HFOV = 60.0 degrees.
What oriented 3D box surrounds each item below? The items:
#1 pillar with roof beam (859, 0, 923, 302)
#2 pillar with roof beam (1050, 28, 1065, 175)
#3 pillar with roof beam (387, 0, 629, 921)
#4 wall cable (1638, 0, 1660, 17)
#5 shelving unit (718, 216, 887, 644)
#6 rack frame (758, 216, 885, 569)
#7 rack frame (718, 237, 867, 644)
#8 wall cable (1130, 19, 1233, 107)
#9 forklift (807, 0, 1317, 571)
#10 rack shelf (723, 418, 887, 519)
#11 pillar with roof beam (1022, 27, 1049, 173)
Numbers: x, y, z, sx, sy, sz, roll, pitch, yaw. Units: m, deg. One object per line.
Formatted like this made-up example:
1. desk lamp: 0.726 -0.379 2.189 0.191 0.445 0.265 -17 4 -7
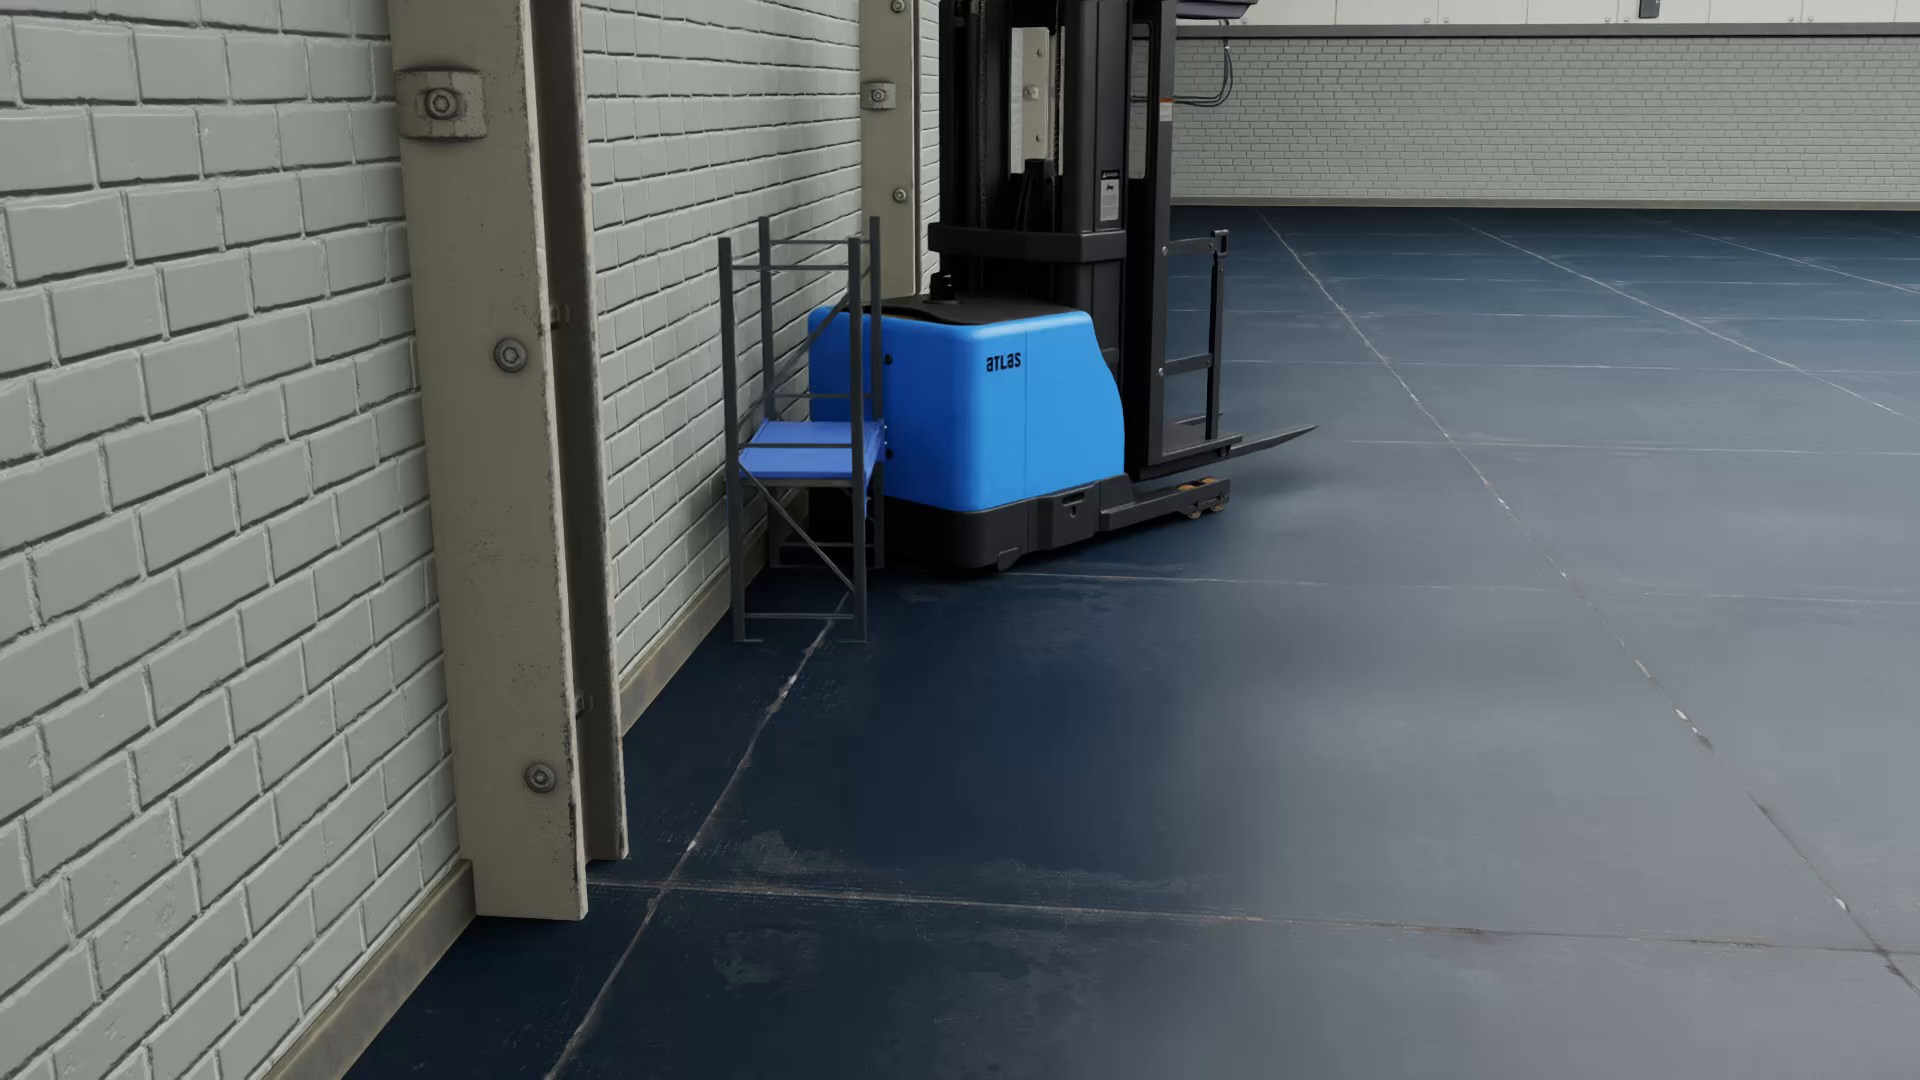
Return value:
1. pillar with roof beam: 3.878 -4.880 8.468 9.100 9.000 0.400 2 15 6
2. pillar with roof beam: 5.909 -9.548 25.733 9.100 9.000 0.400 2 15 6
3. pillar with roof beam: 3.201 -3.323 2.713 9.100 9.000 0.400 2 15 6
4. wall cable: 12.709 -11.758 27.391 2.305 6.003 0.169 2 15 6
5. shelving unit: -0.588 -0.472 6.534 0.538 1.500 1.048 0 15 1
6. rack frame: -0.577 -0.604 7.024 0.500 1.500 0.032 0 15 1
7. rack frame: -0.600 -0.339 6.043 0.500 1.500 0.032 0 15 1
8. wall cable: 3.278 -8.901 29.289 3.097 2.526 0.112 2 15 6
9. forklift: 0.684 -1.597 7.952 1.130 2.935 3.031 14 20 41
10. rack shelf: -0.588 -0.298 6.580 0.538 0.185 1.000 0 15 1
11. pillar with roof beam: 5.232 -7.992 19.978 9.100 9.000 0.400 2 15 6
